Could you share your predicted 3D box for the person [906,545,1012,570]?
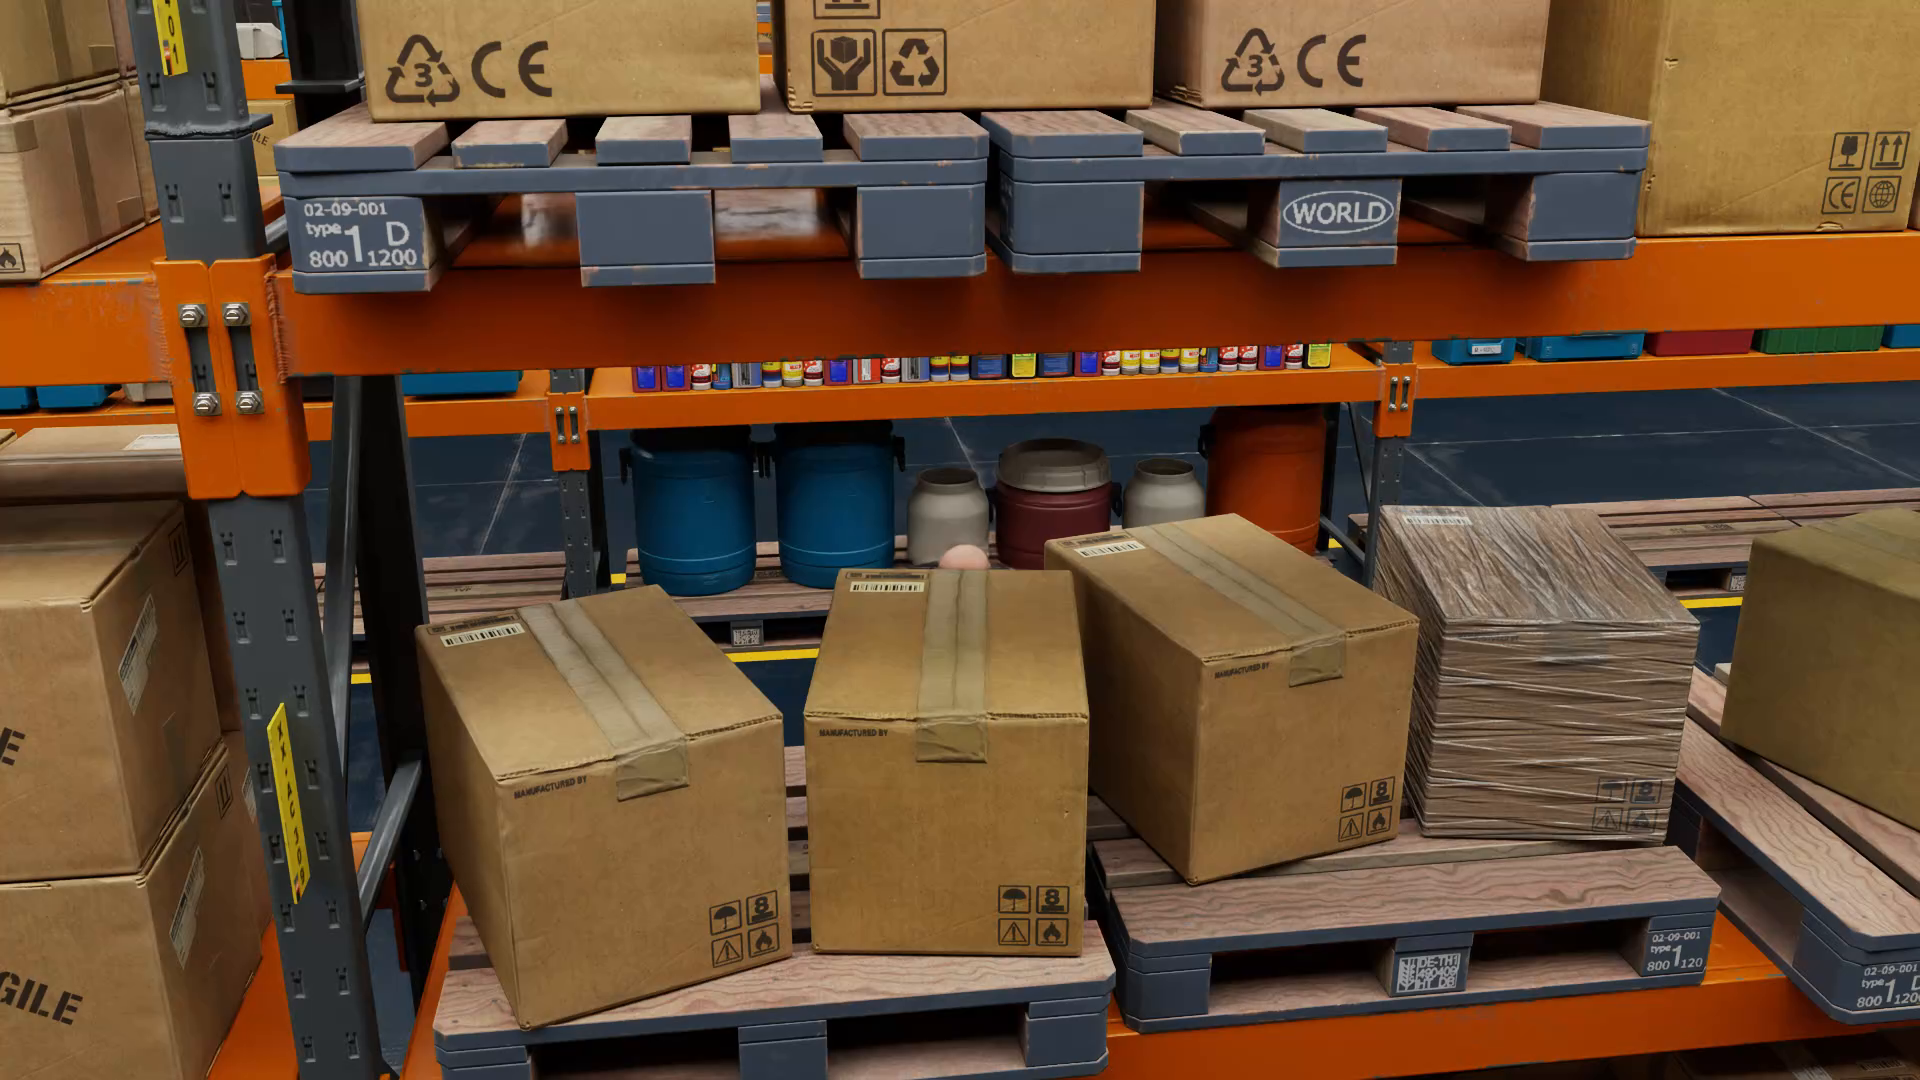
[{"bbox_3d":[-0.025,0.595,5.938,0.592,1.405,0.708,-3,20,-8],"label":"person"}]
